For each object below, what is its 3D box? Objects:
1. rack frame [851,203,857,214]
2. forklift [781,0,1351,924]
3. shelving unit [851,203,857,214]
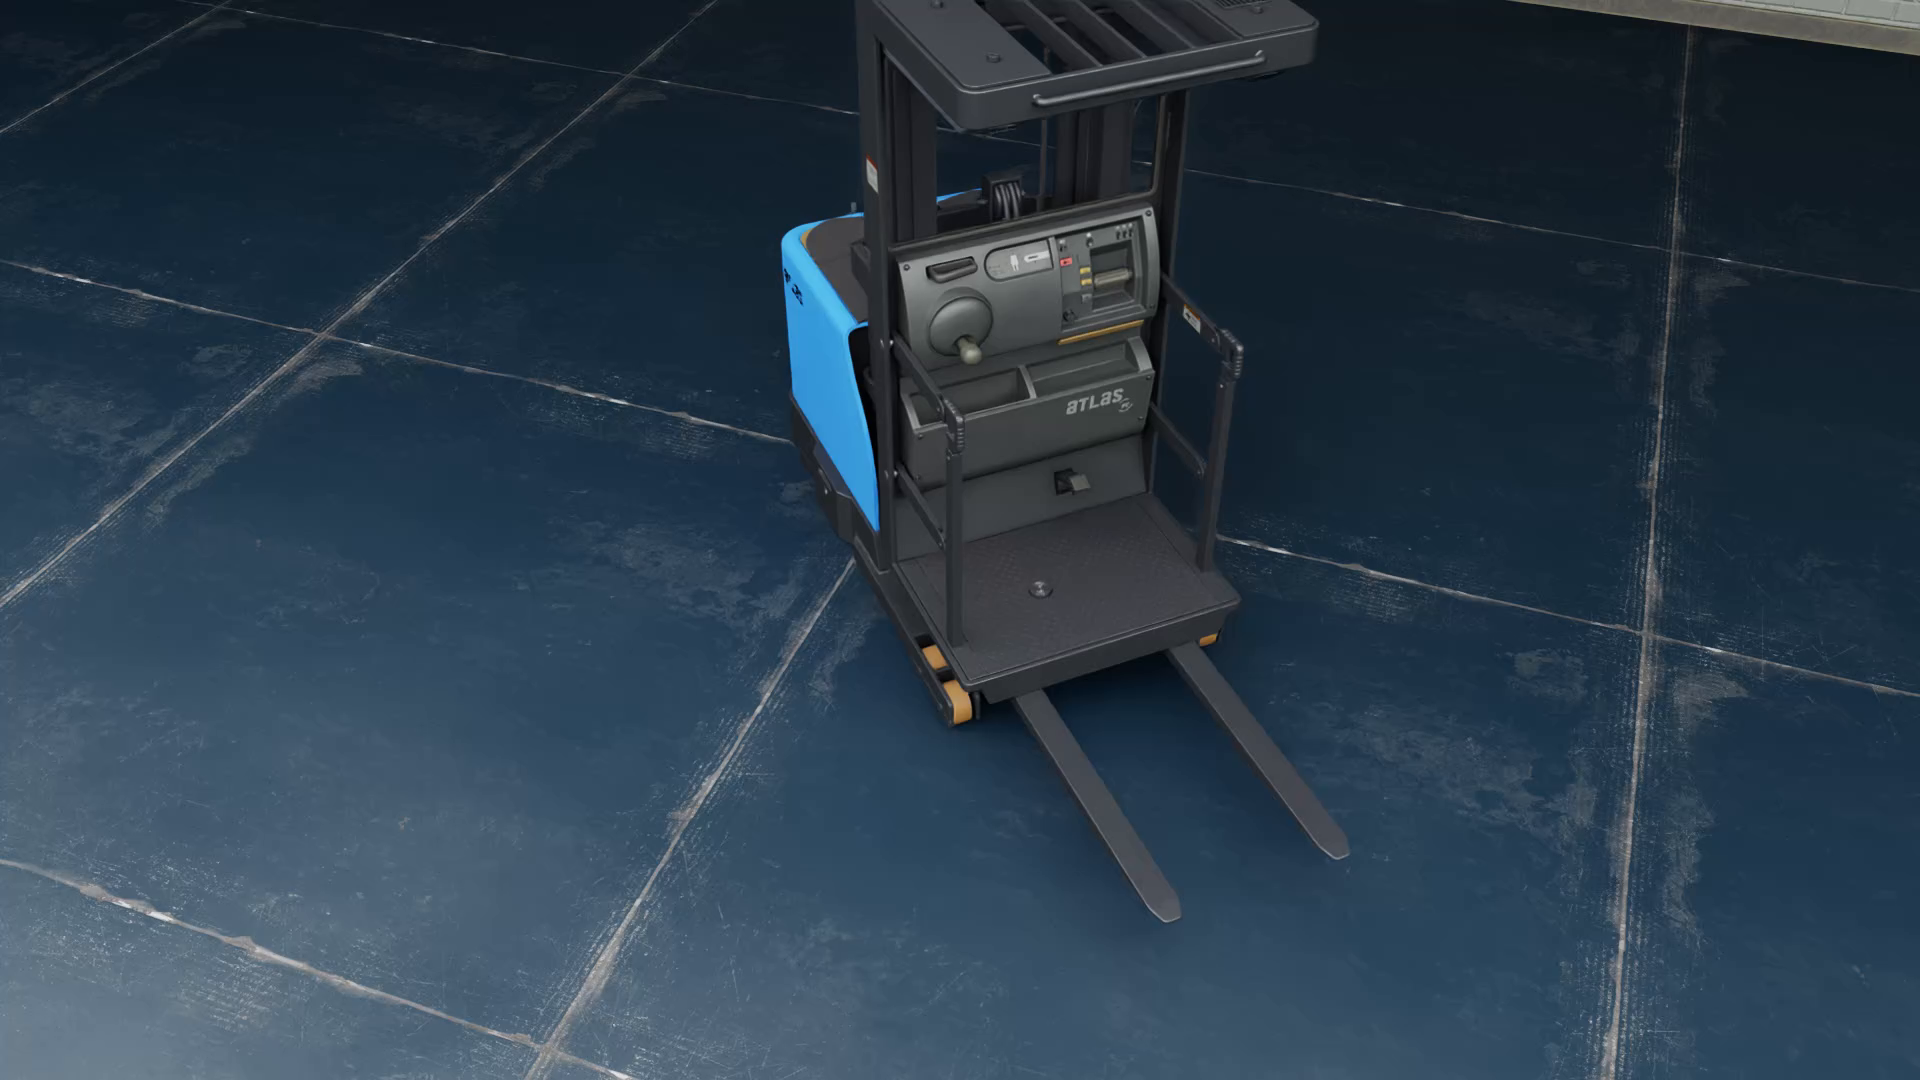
[{"bbox_3d":[-0.333,-1.075,7.320,0.240,0.900,0.006,-10,36,-11],"label":"rack frame"},{"bbox_3d":[0.328,-0.771,5.395,1.130,2.935,3.031,-16,43,-18],"label":"forklift"},{"bbox_3d":[-0.308,-1.020,7.239,0.258,0.900,0.210,-10,36,-11],"label":"shelving unit"}]
